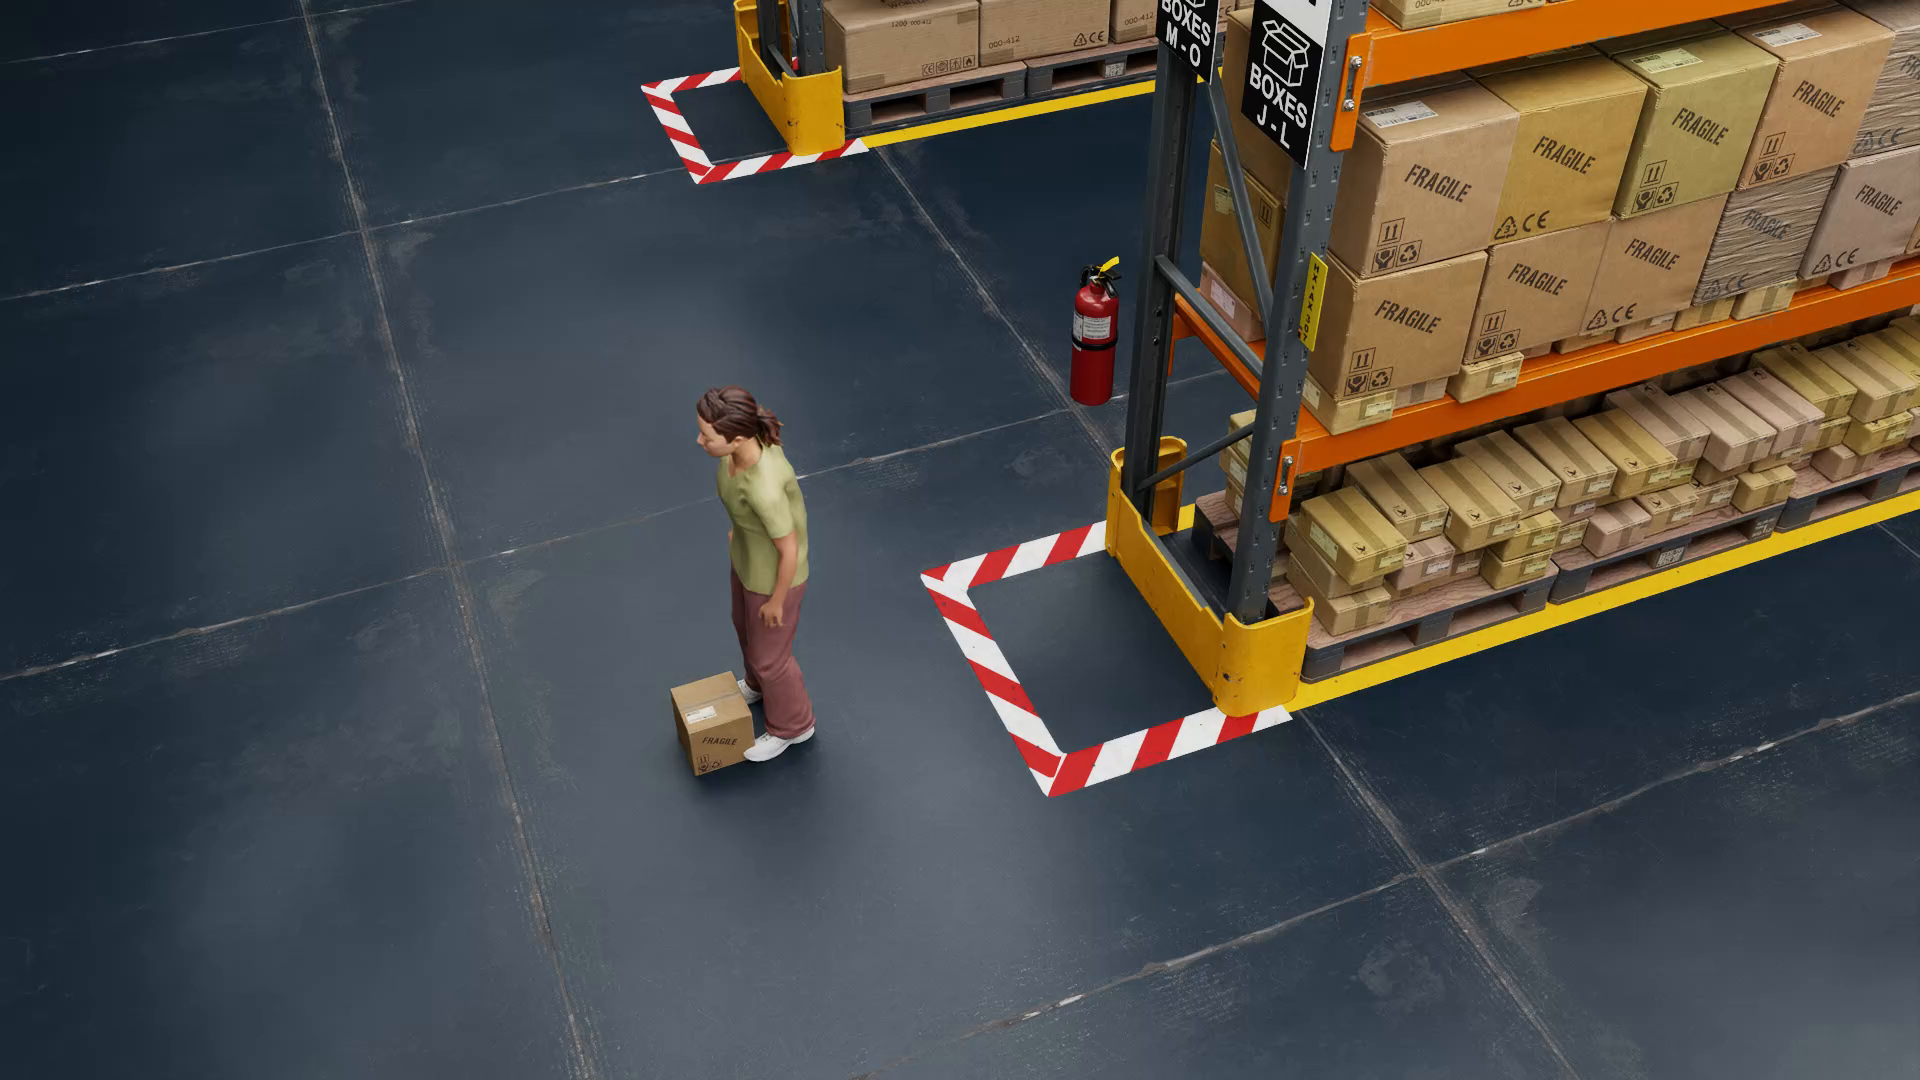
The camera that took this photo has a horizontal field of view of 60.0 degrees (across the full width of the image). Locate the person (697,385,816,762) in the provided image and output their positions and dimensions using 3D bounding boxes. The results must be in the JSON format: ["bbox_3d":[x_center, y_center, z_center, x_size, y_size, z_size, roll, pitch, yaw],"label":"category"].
[{"bbox_3d":[-0.731,0.118,6.046,0.357,1.650,0.499,-15,44,-16],"label":"person"}]
